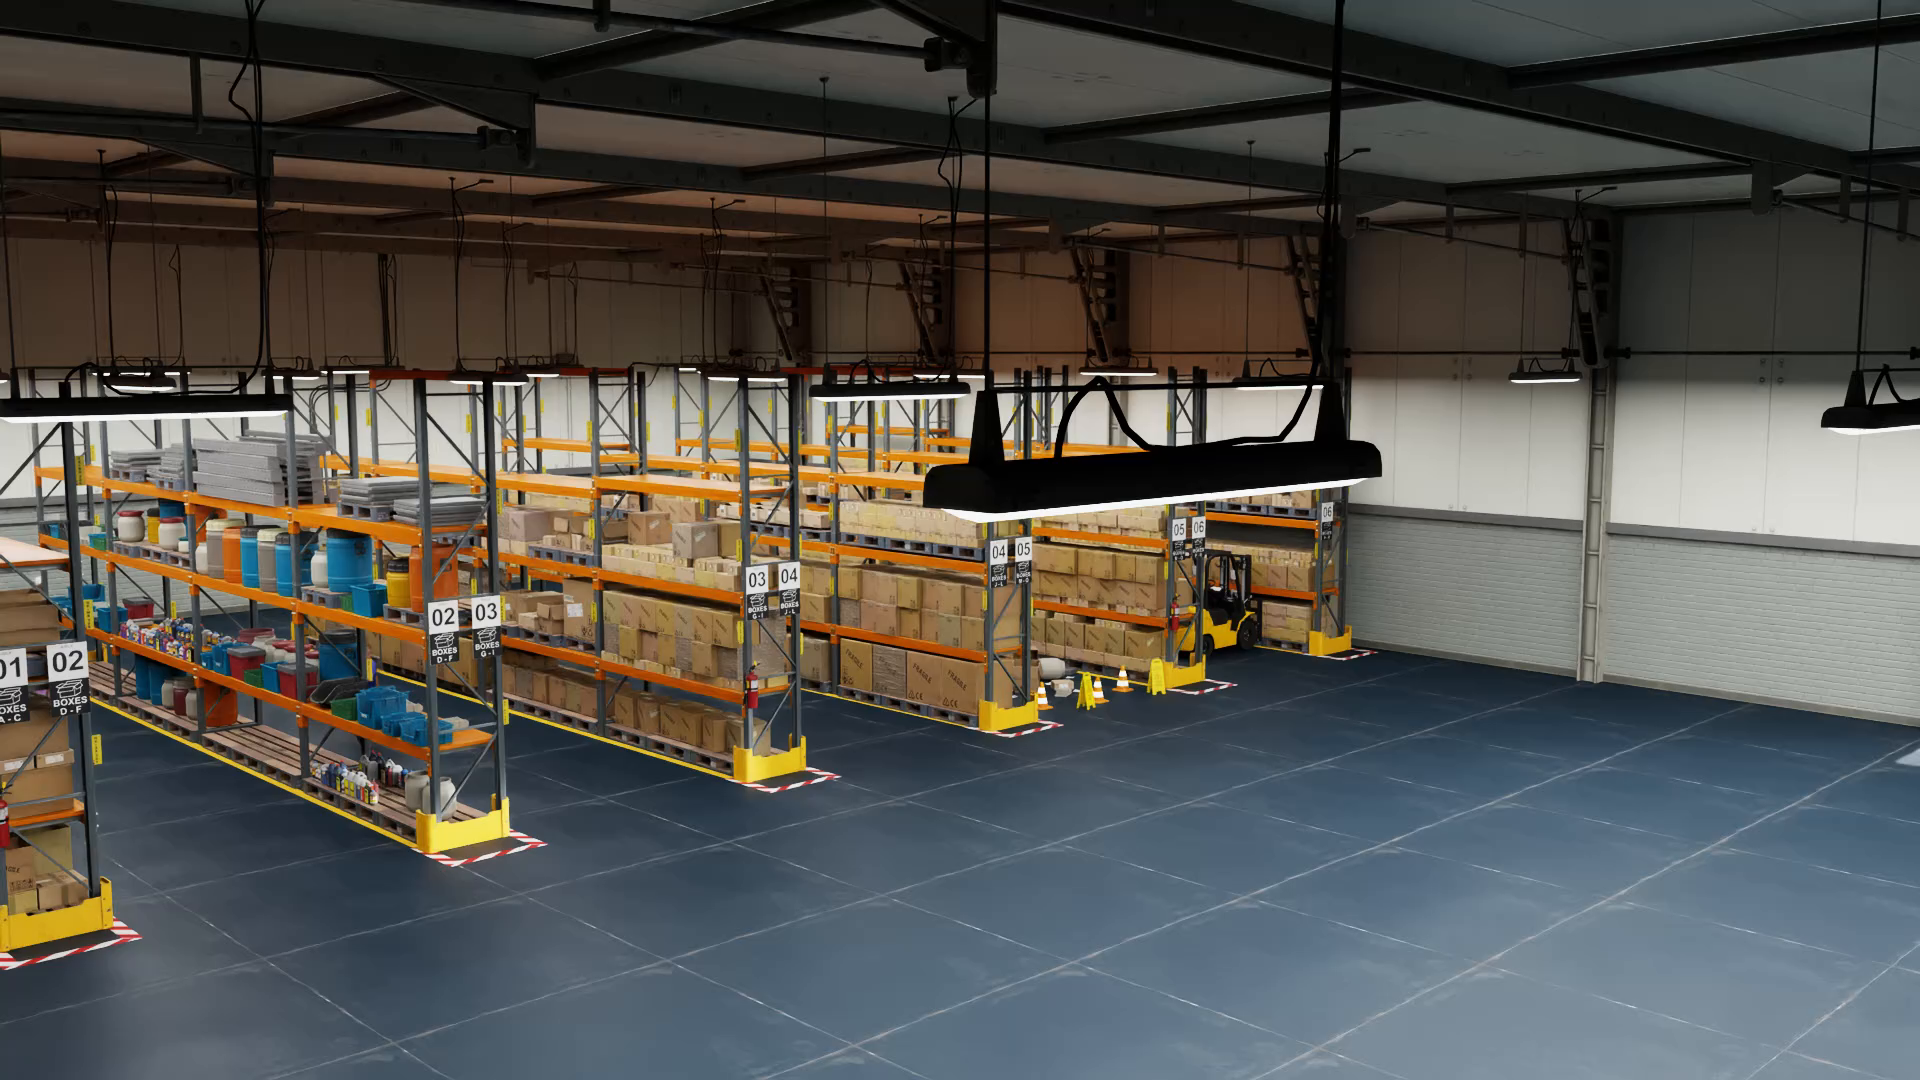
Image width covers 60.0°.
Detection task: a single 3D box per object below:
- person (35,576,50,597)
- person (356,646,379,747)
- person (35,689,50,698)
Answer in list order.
[{"bbox_3d":[-18.826,1.617,33.959,0.859,1.762,0.571,-1,6,-7],"label":"person"},{"bbox_3d":[-9.653,2.503,26.872,0.554,1.639,0.539,5,8,35],"label":"person"},{"bbox_3d":[-14.845,2.522,26.765,0.445,1.567,0.469,-4,8,-33],"label":"person"}]
